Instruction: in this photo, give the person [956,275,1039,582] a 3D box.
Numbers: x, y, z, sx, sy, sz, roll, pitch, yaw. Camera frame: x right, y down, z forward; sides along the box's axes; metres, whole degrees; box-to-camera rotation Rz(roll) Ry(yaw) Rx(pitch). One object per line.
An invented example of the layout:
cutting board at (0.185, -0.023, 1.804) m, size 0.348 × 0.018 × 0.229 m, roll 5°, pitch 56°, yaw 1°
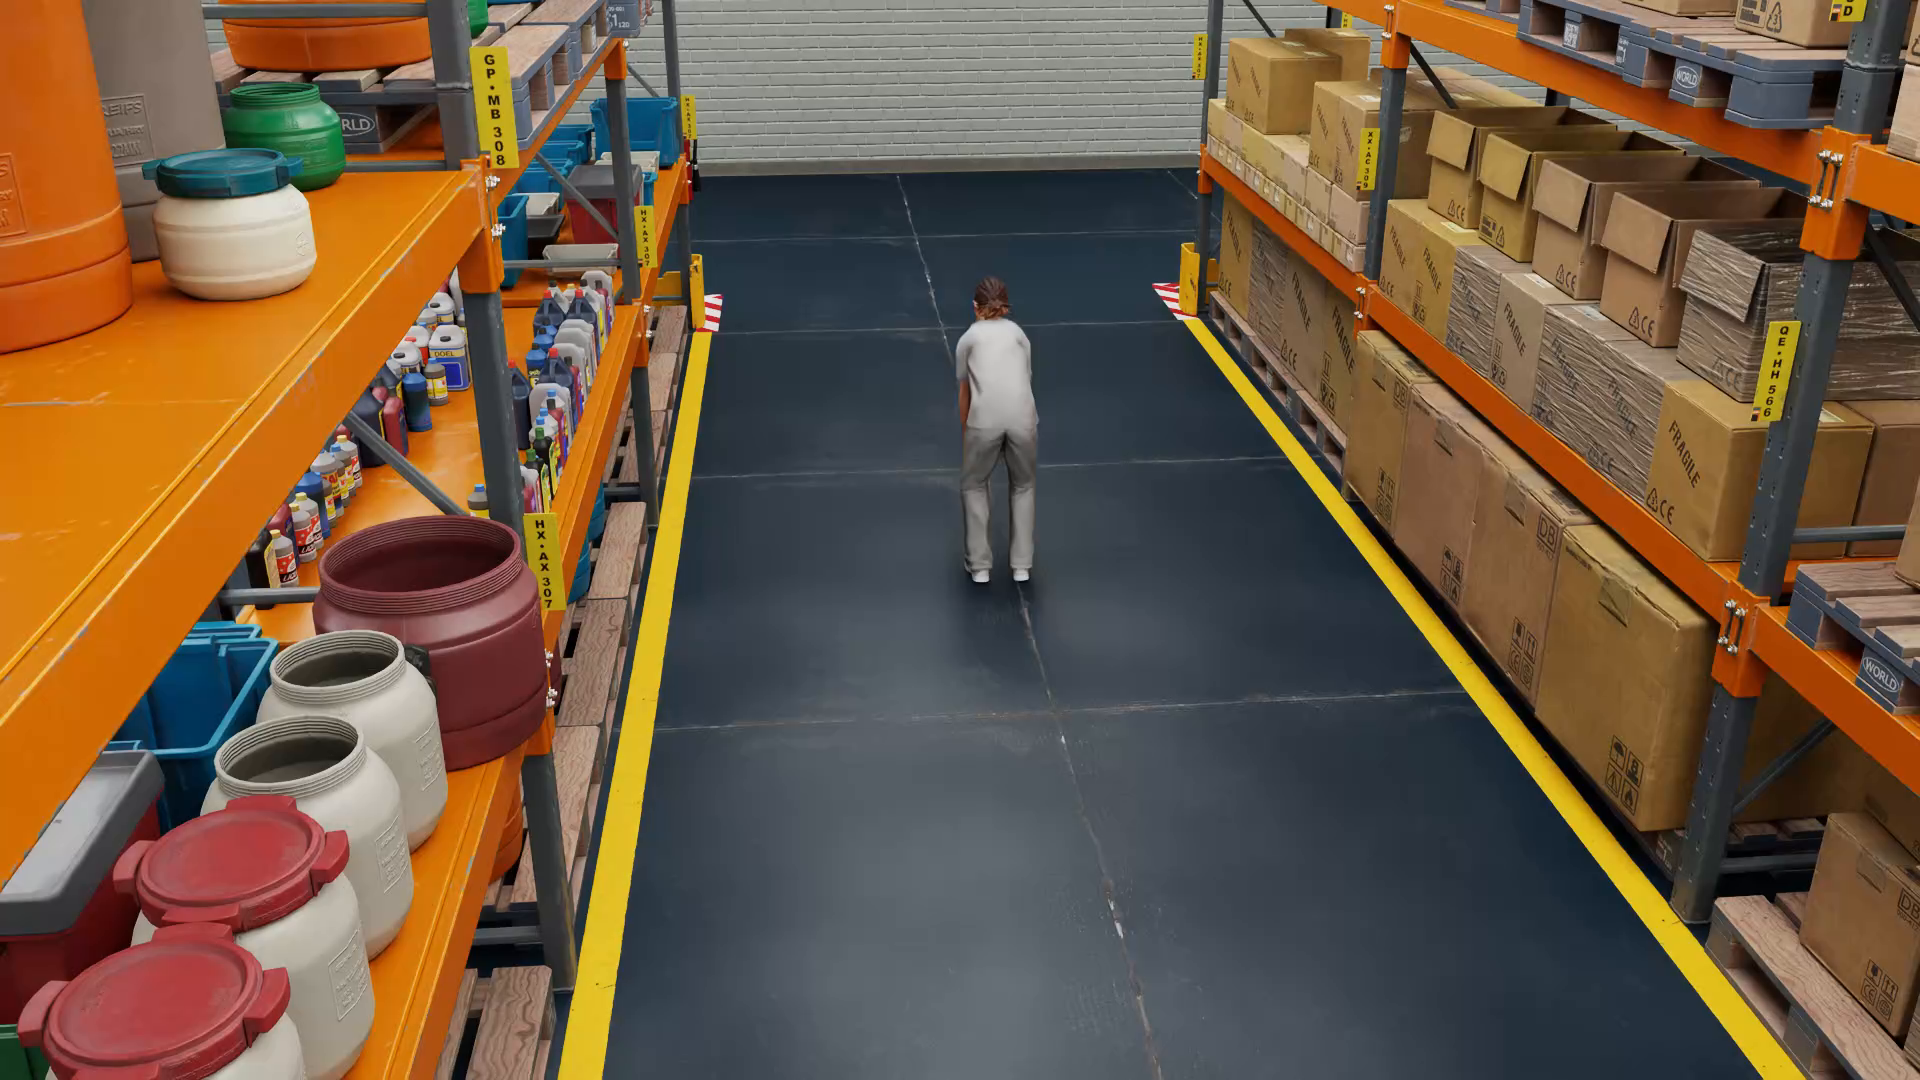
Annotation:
person at (0.184, -0.573, 8.613) m, size 0.404 × 1.509 × 0.672 m, roll -3°, pitch 24°, yaw -6°
